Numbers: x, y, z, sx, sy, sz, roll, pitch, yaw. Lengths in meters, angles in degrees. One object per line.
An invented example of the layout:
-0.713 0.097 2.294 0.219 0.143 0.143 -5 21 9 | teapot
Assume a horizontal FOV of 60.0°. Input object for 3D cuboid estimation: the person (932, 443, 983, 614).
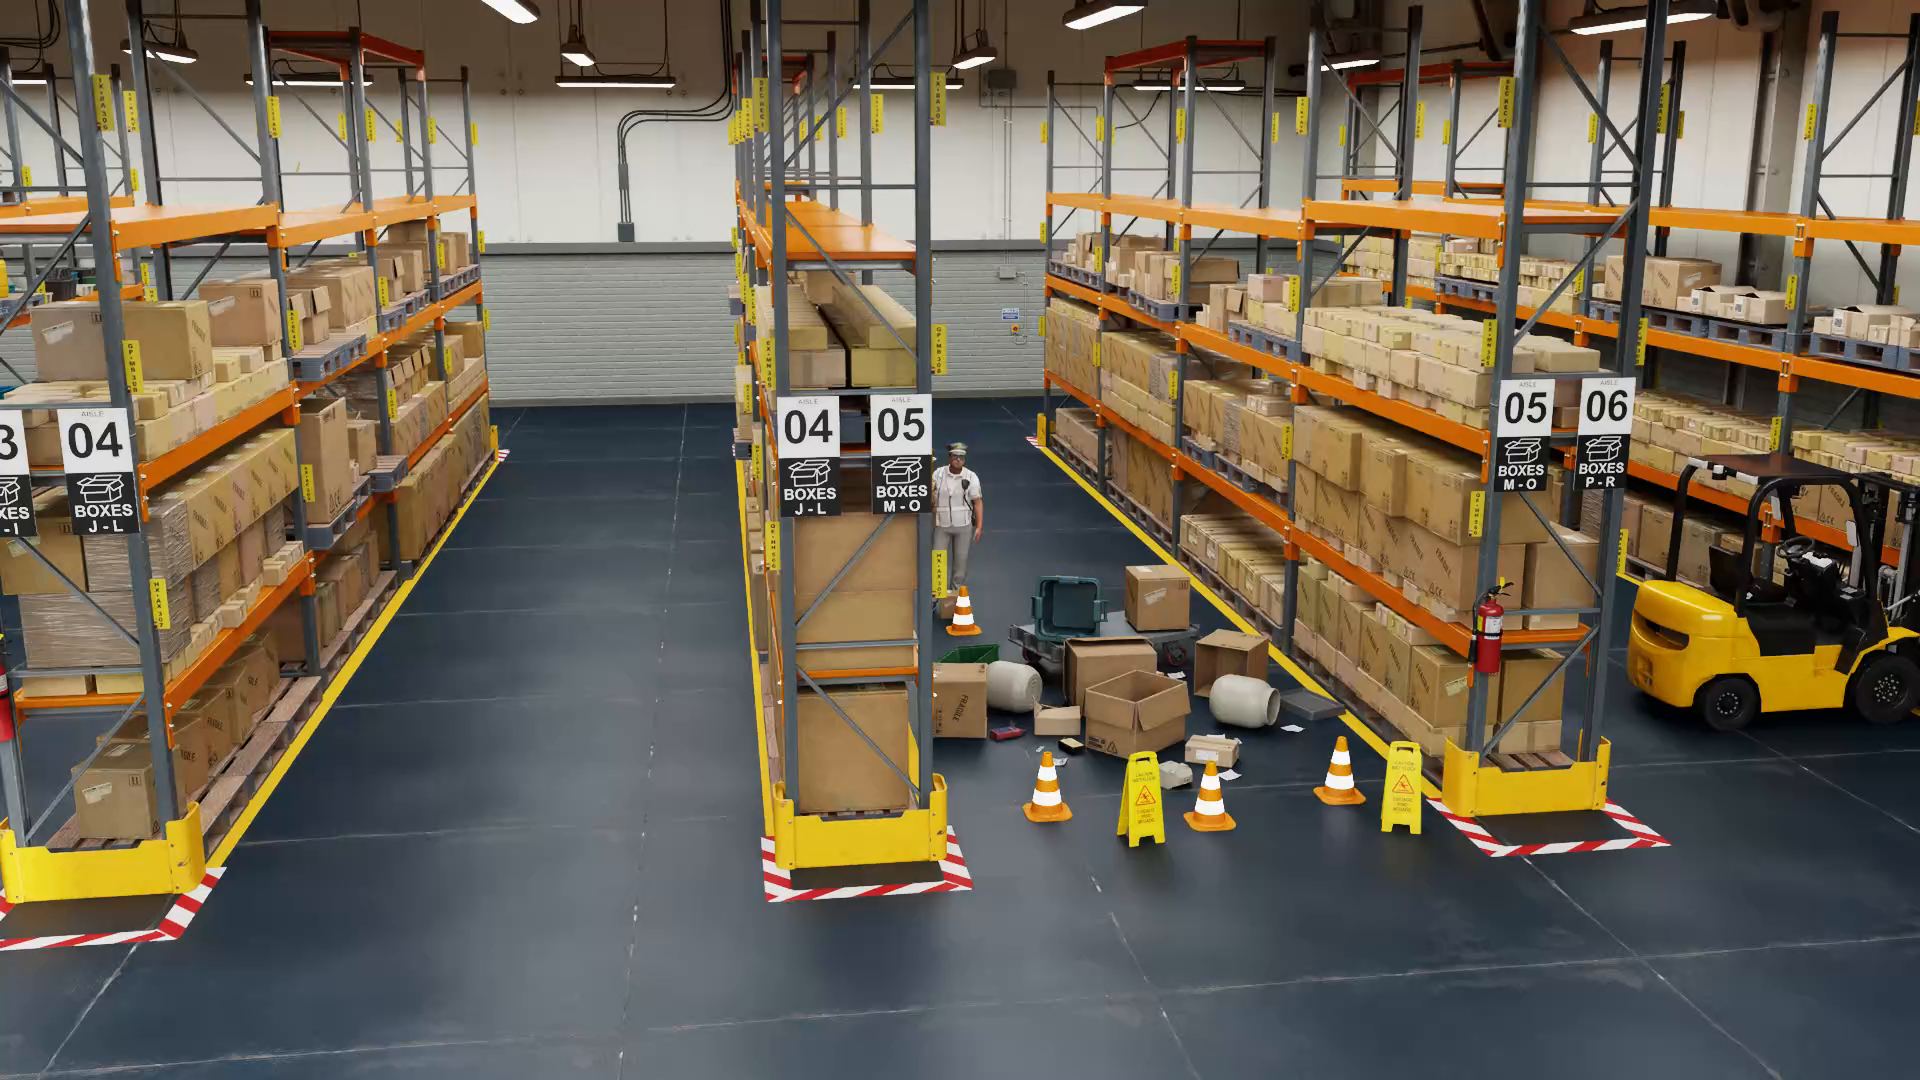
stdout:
-0.087 -0.129 17.418 0.640 1.780 0.575 1 13 4 | person
